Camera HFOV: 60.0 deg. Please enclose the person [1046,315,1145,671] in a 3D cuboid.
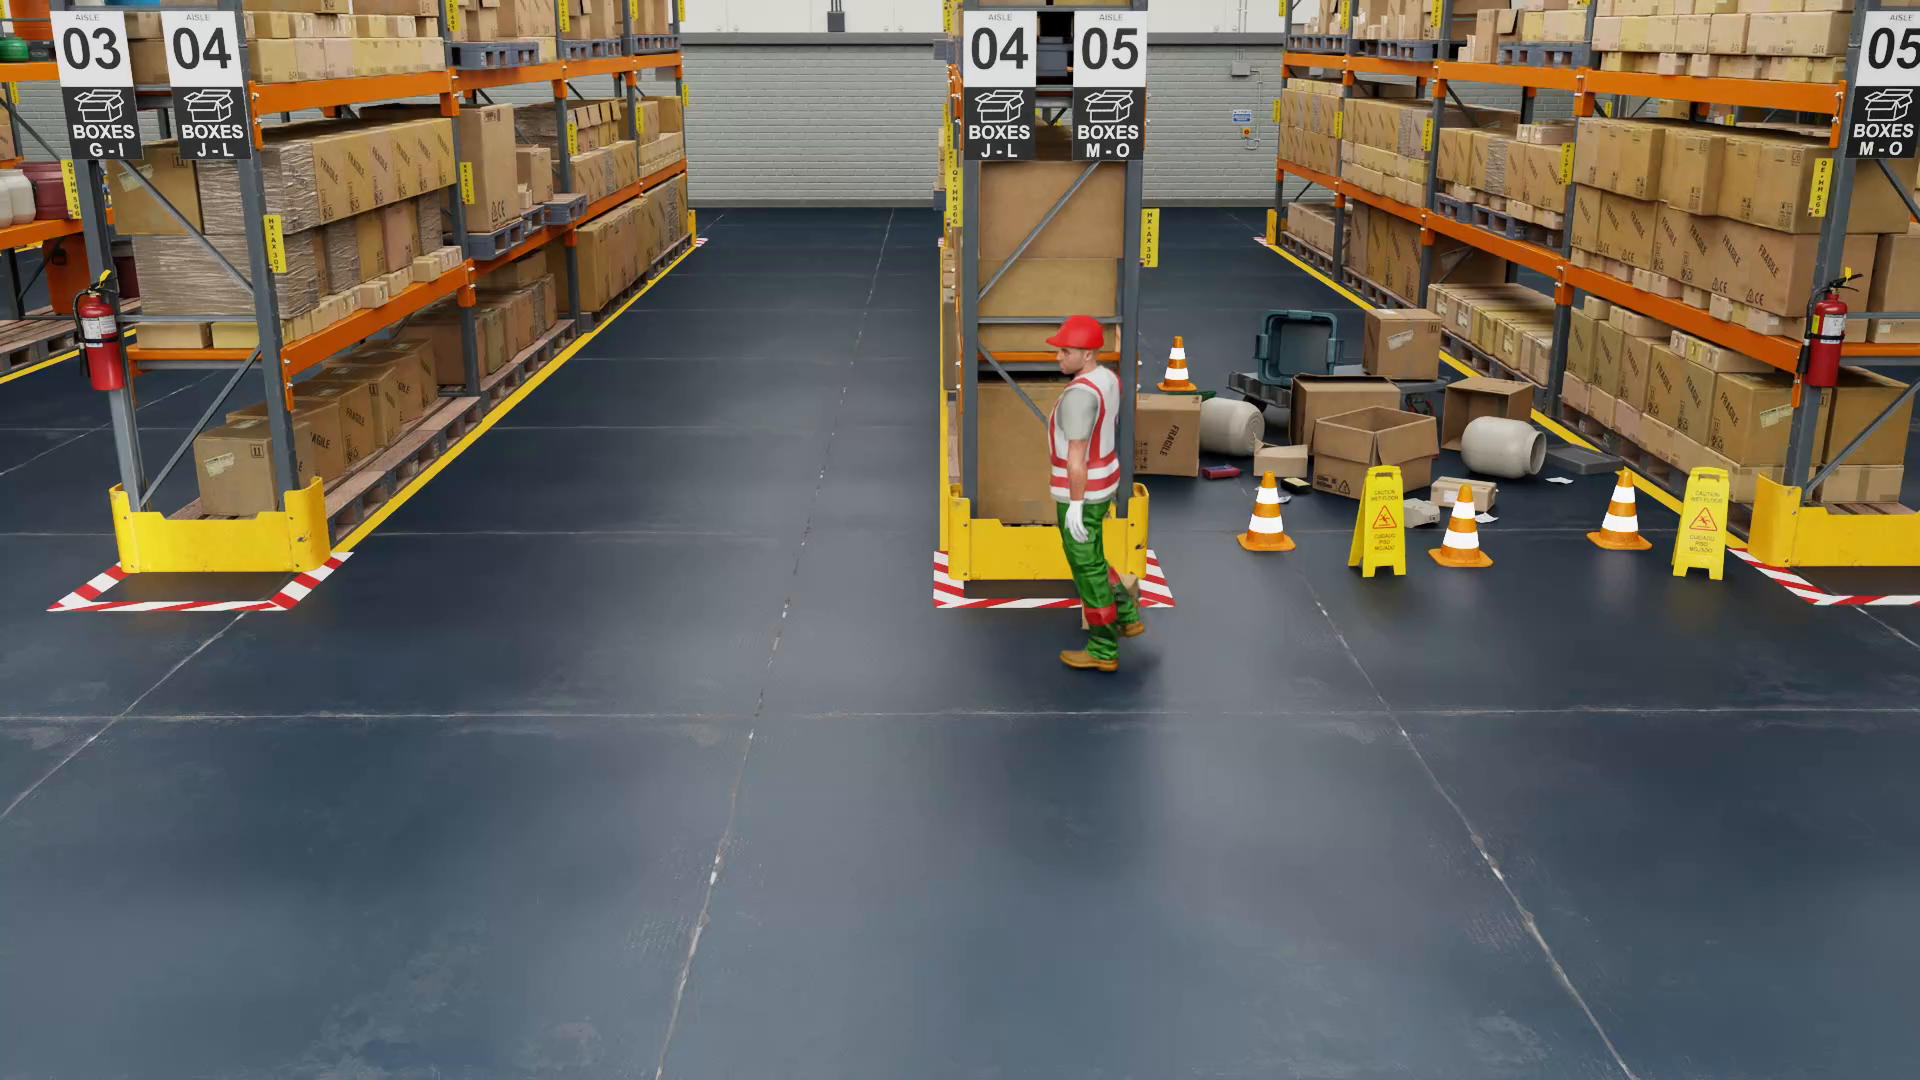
[{"bbox_3d":[0.675,-0.229,8.192,0.454,1.779,0.691,7,18,22],"label":"person"}]
